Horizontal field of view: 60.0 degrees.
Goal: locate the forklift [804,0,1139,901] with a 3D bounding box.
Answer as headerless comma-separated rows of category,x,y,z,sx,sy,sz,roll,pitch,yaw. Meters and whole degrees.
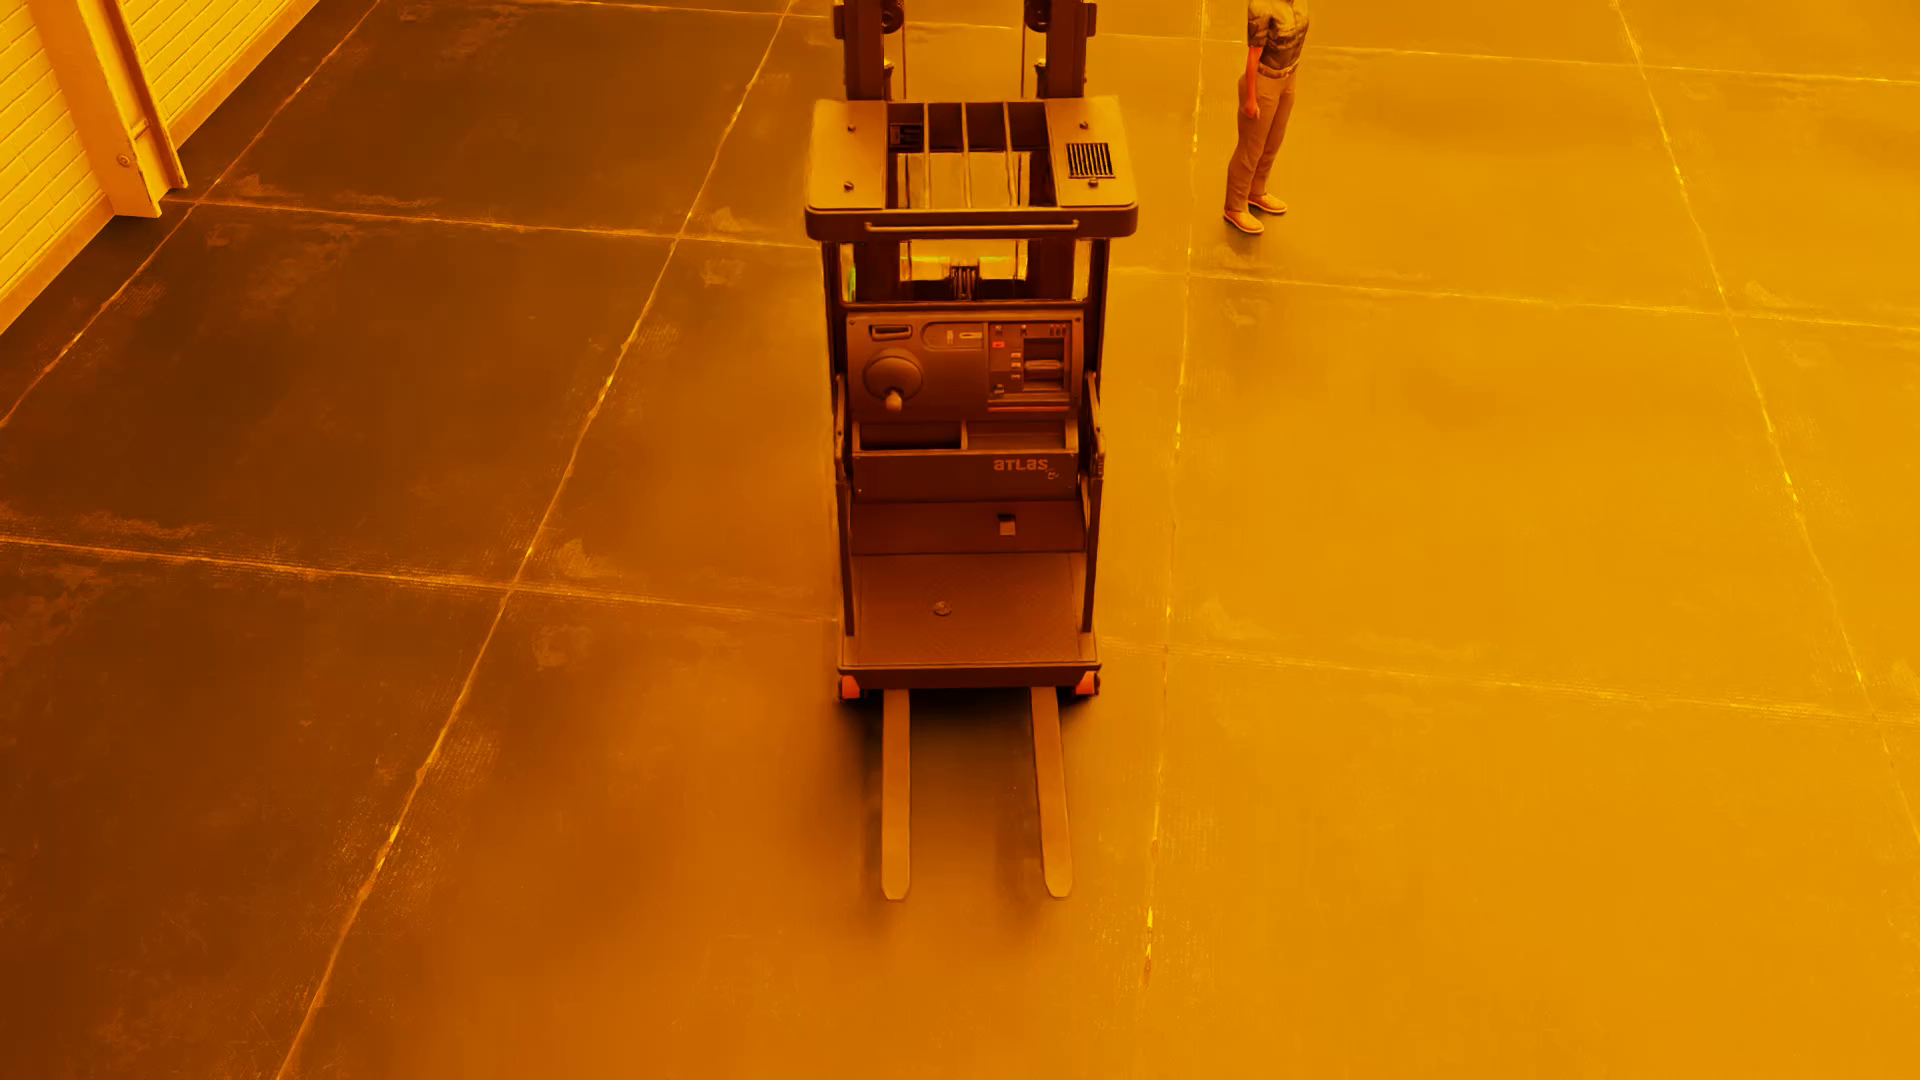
forklift,0.028,-0.618,6.397,1.130,2.935,3.031,-1,43,-1

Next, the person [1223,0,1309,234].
person,1.777,-2.584,9.479,0.325,1.662,0.448,30,50,28
